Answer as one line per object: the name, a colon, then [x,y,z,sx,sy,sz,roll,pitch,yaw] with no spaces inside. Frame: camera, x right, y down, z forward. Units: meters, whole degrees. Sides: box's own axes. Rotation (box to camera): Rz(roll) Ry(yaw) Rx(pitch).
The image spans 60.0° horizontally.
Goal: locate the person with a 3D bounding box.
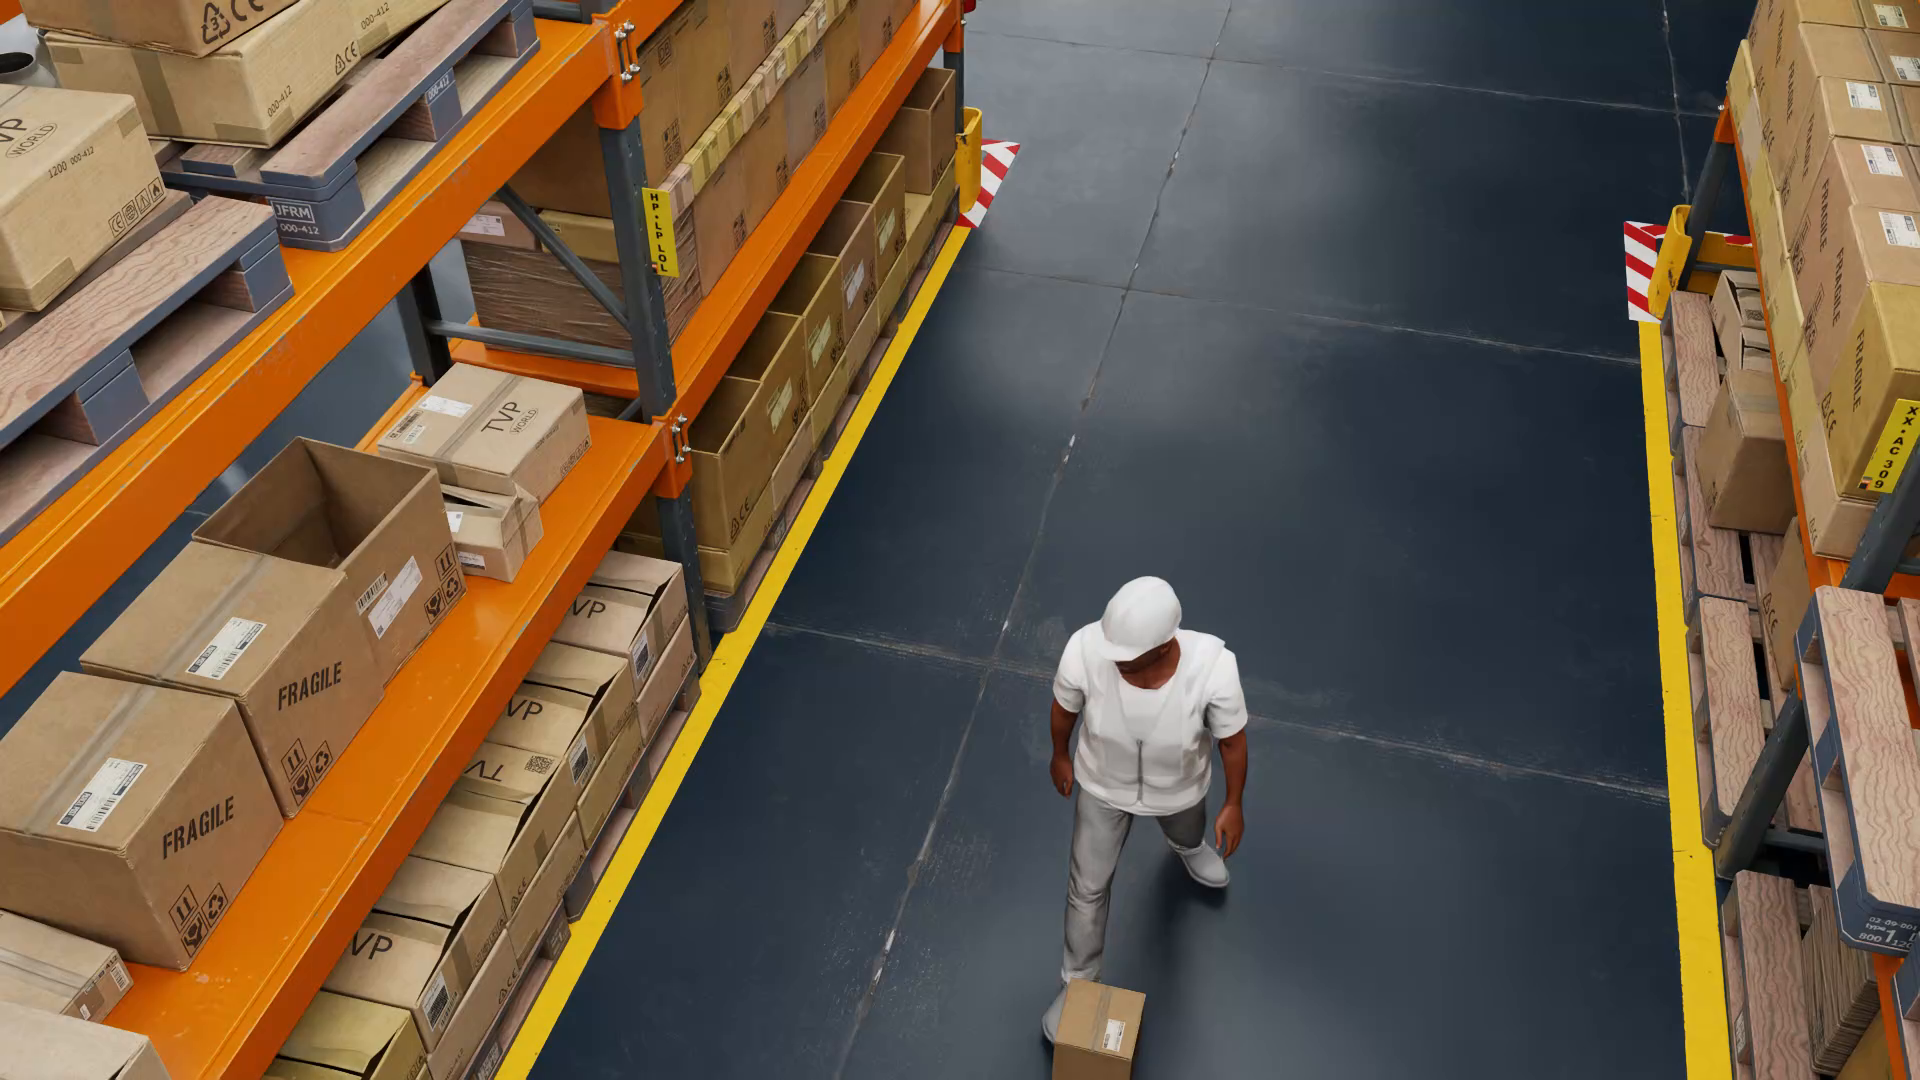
person: [0.604,0.753,5.272,0.661,1.745,0.939,5,41,5]
